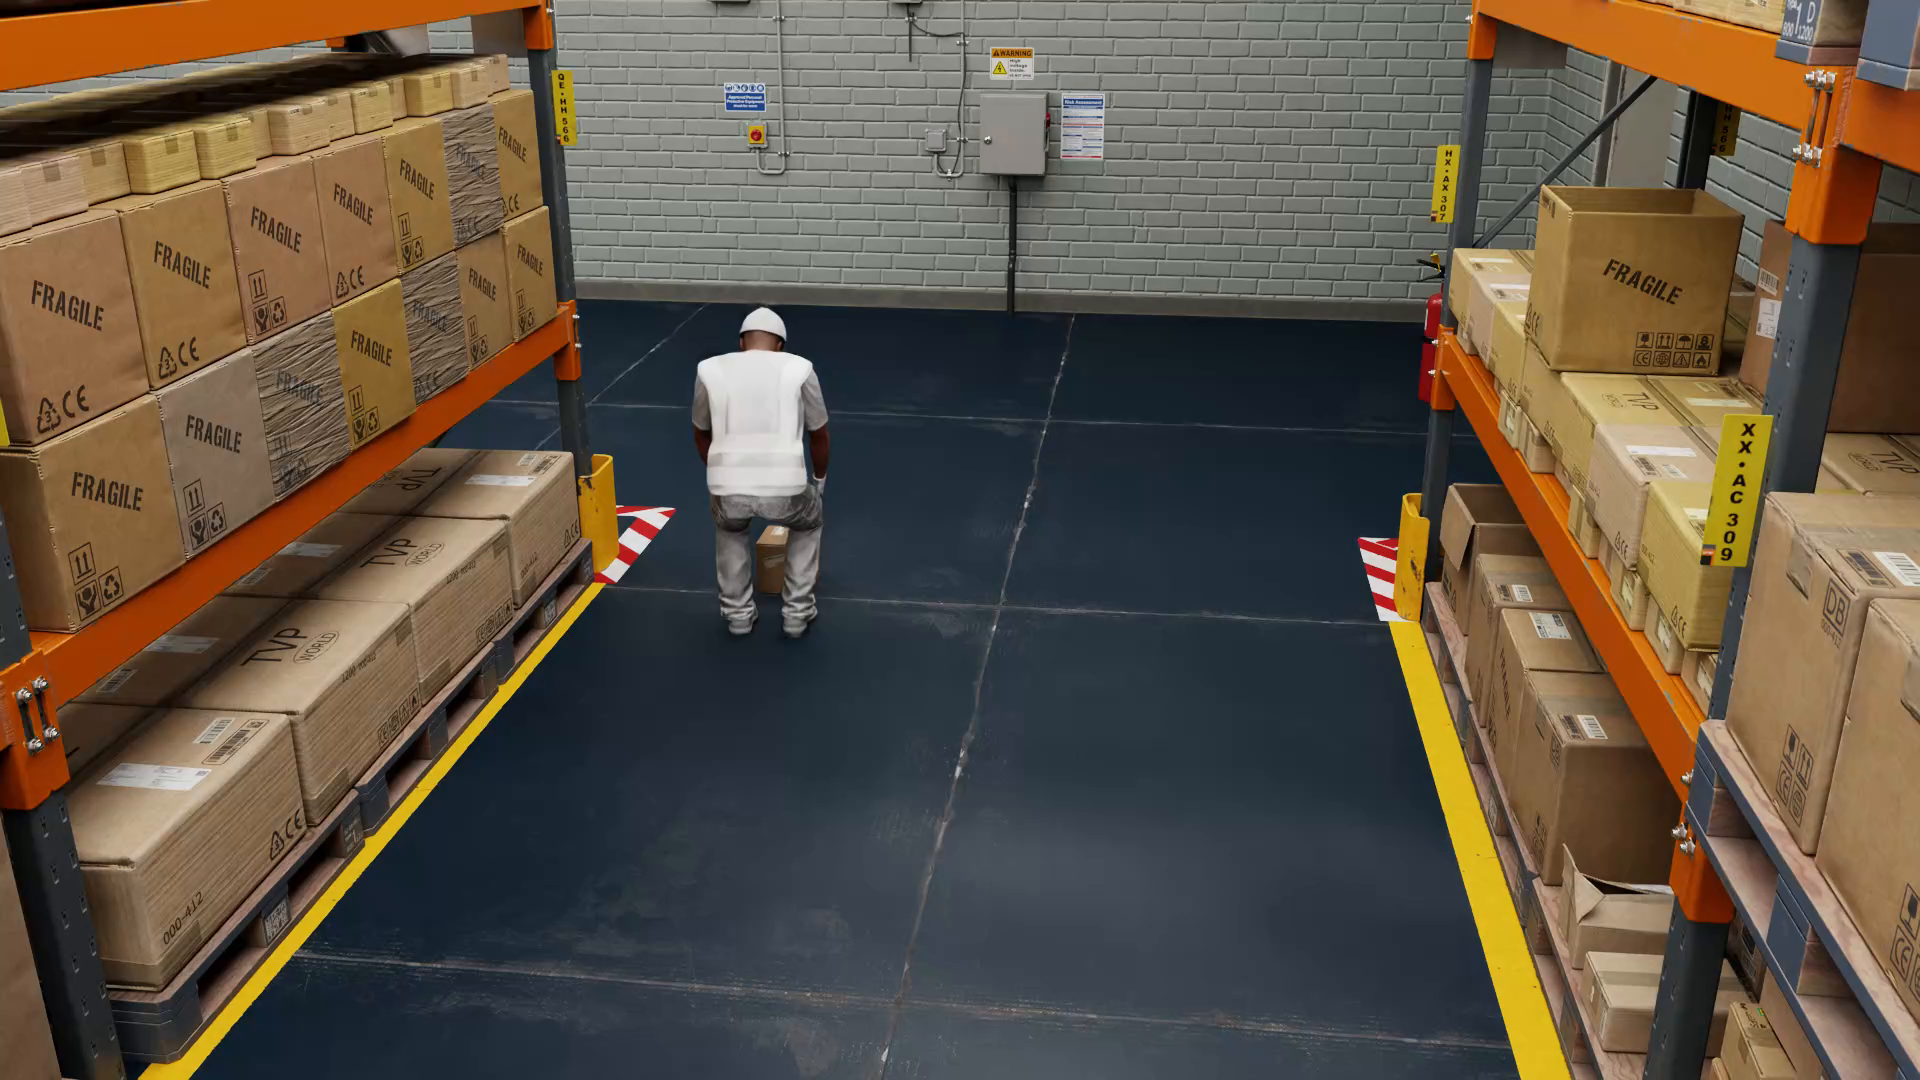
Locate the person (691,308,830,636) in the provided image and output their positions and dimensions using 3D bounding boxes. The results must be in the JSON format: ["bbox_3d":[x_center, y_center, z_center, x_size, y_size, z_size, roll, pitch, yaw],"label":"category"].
[{"bbox_3d":[-0.897,-0.284,7.361,0.613,1.380,0.789,2,21,4],"label":"person"}]
